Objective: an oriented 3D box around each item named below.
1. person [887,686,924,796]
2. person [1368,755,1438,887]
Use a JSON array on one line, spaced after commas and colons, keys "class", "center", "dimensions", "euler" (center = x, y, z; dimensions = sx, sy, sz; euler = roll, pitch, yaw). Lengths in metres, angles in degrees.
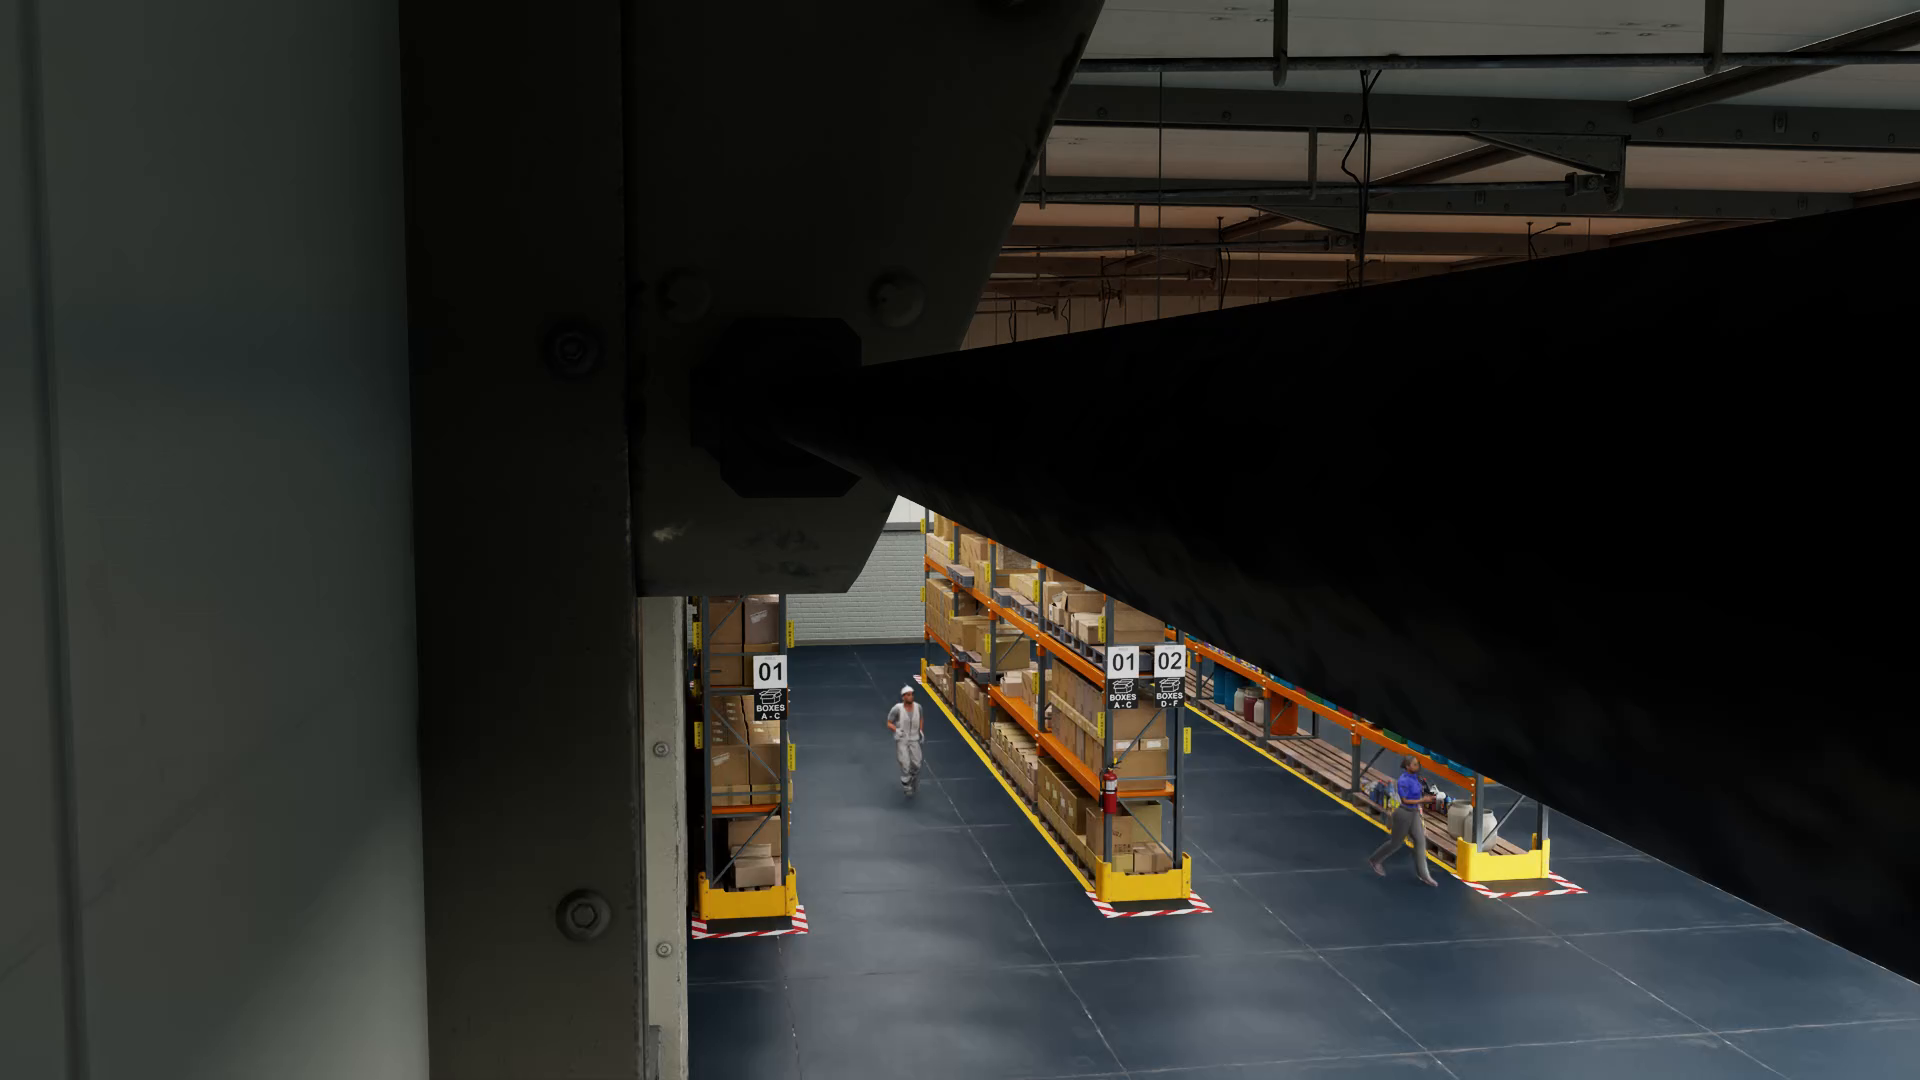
[{"class": "person", "center": [-0.825, 3.163, 26.109], "dimensions": [0.636, 1.751, 0.615], "euler": [-2, 5, -20]}, {"class": "person", "center": [5.745, 3.595, 21.494], "dimensions": [0.929, 1.649, 0.566], "euler": [4, 6, 39]}]
